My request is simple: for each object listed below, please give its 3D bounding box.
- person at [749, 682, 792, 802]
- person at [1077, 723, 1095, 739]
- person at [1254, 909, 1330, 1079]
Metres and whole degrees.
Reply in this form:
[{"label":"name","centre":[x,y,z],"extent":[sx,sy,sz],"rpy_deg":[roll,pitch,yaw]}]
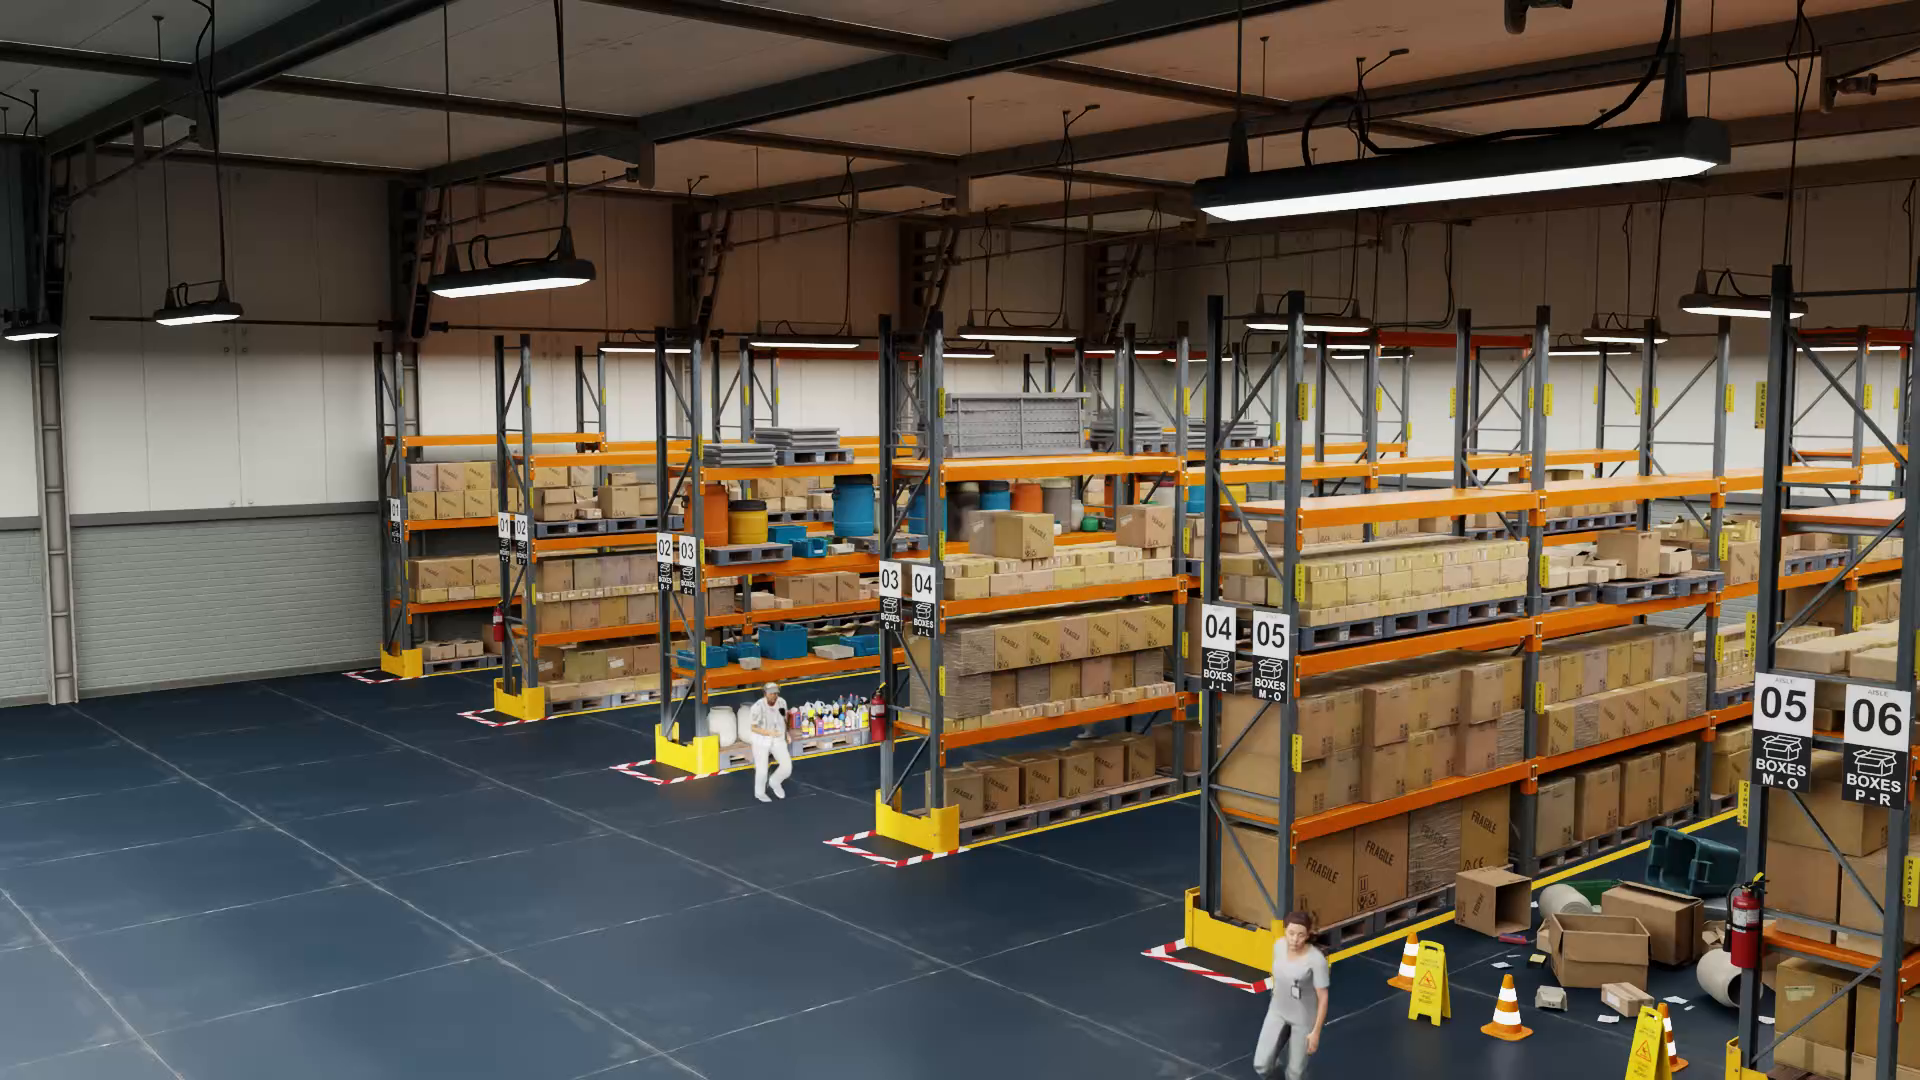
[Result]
[{"label":"person","centre":[-2.353,2.517,20.661],"extent":[0.596,1.568,0.801],"rpy_deg":[-2,6,-25]},{"label":"person","centre":[1.876,2.120,24.661],"extent":[0.650,1.594,0.724],"rpy_deg":[-4,6,-37]},{"label":"person","centre":[2.320,3.307,11.554],"extent":[0.587,1.615,0.554],"rpy_deg":[3,6,32]}]
